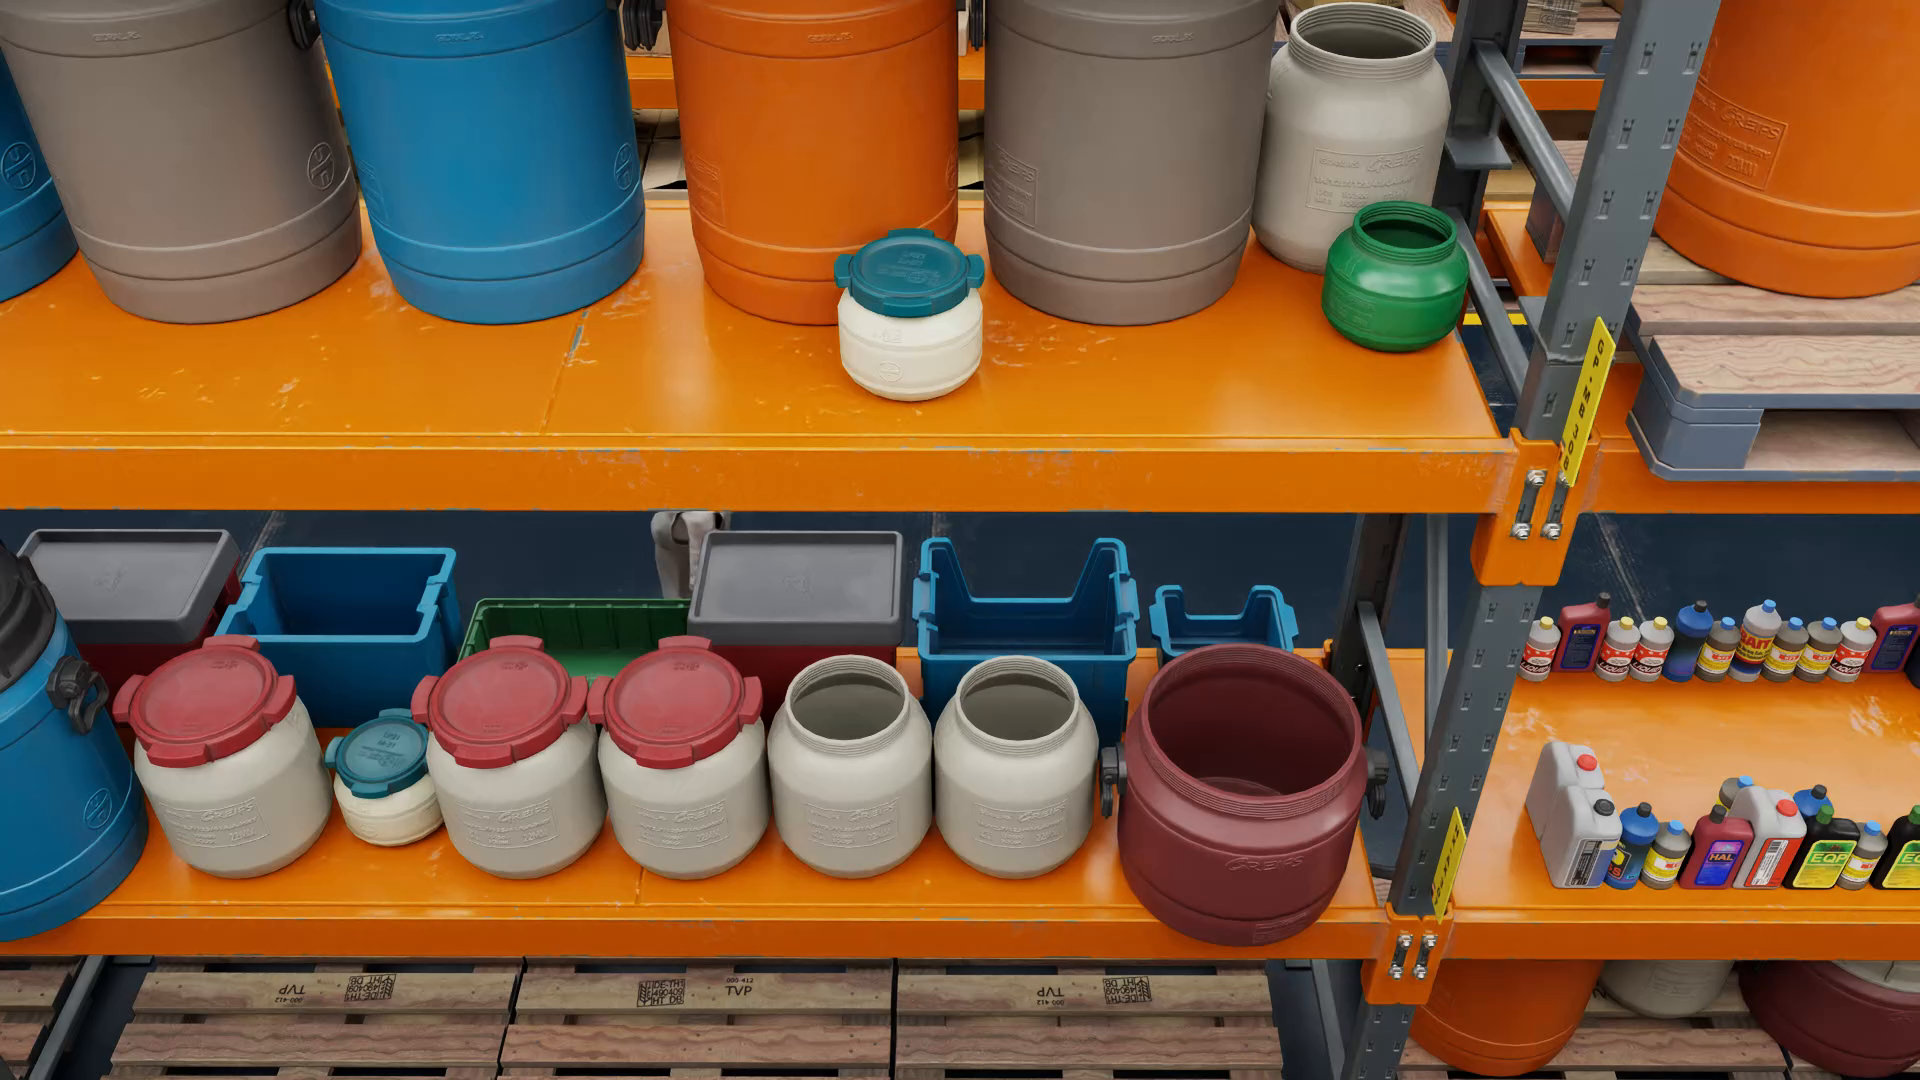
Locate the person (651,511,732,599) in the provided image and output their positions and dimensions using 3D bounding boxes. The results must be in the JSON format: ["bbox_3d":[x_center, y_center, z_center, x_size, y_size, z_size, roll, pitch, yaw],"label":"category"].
[{"bbox_3d":[-0.927,0.203,5.950,0.557,1.613,0.418,1,40,1],"label":"person"}]
